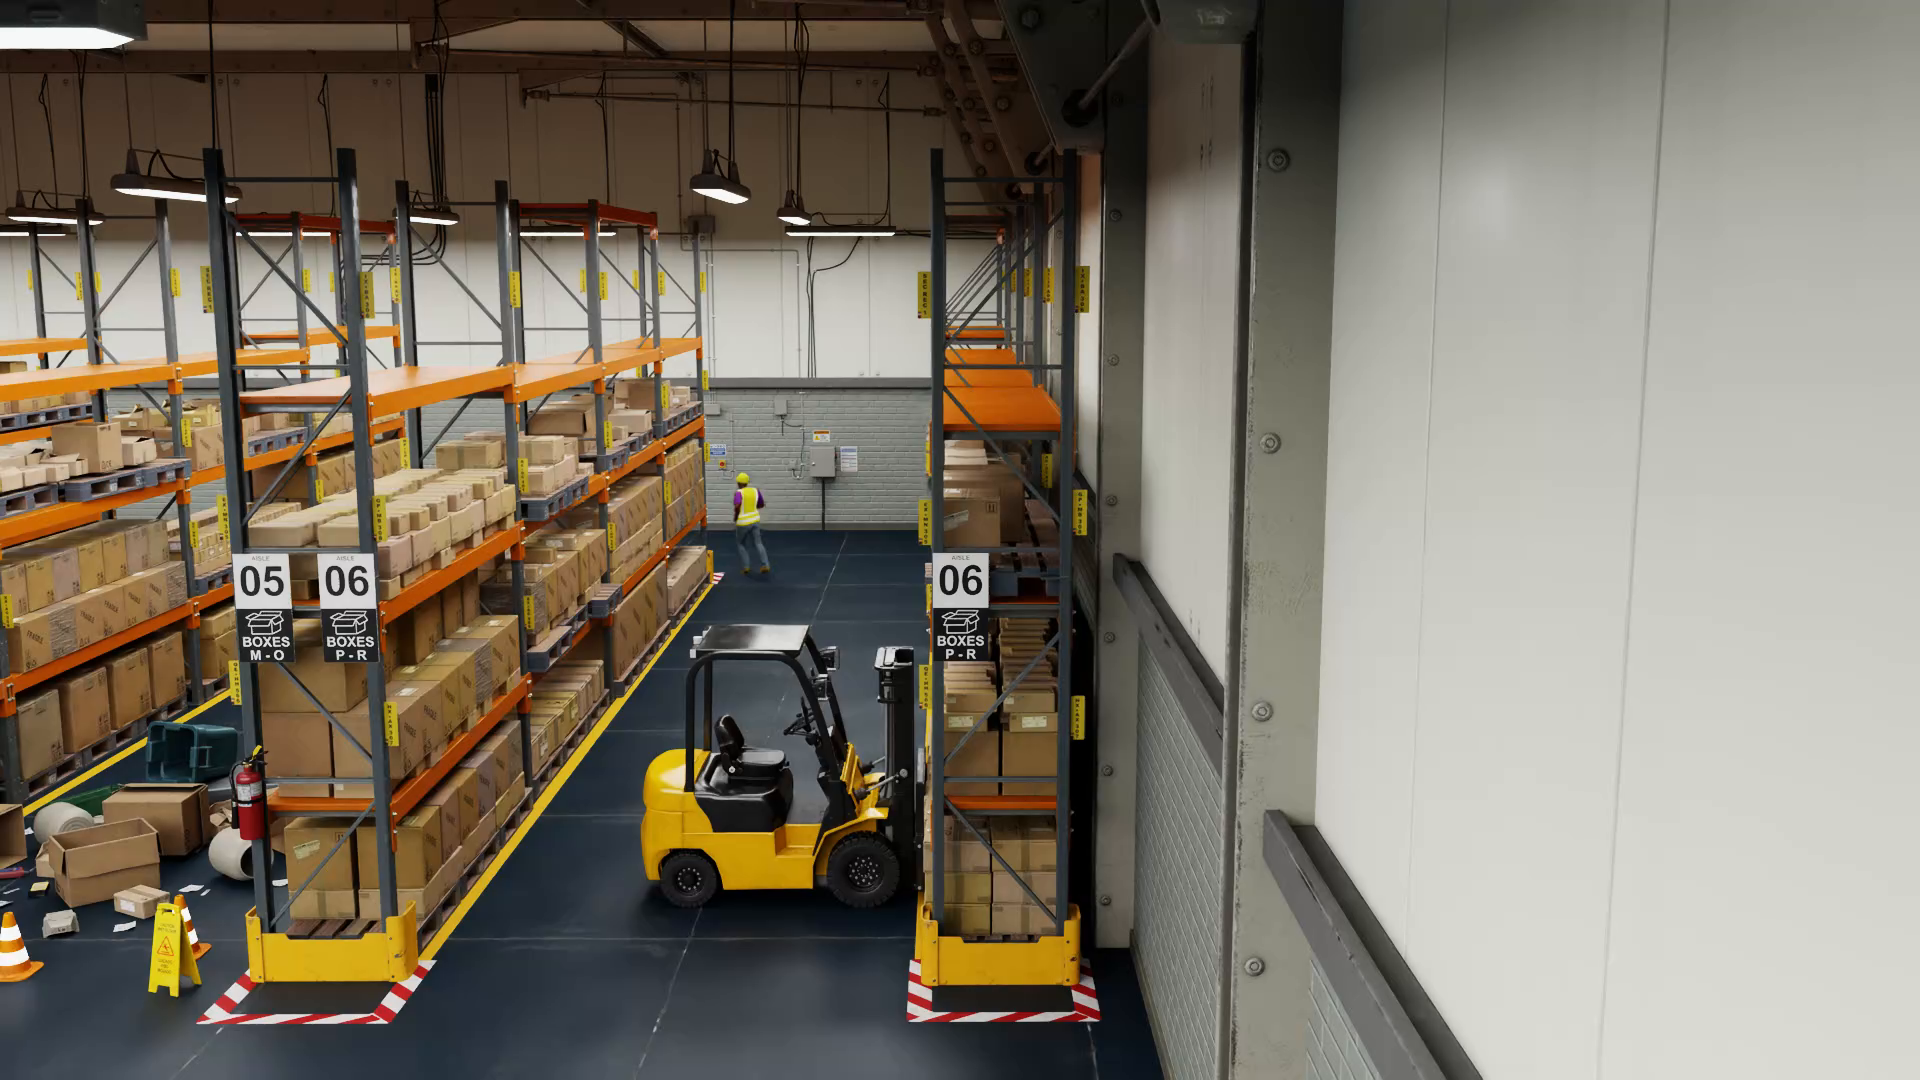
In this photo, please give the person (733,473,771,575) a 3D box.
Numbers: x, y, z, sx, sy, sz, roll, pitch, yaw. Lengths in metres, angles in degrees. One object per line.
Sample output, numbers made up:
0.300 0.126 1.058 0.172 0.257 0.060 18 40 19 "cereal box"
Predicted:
-3.631 -0.240 28.436 0.700 1.821 0.764 -7 11 -36 "person"
